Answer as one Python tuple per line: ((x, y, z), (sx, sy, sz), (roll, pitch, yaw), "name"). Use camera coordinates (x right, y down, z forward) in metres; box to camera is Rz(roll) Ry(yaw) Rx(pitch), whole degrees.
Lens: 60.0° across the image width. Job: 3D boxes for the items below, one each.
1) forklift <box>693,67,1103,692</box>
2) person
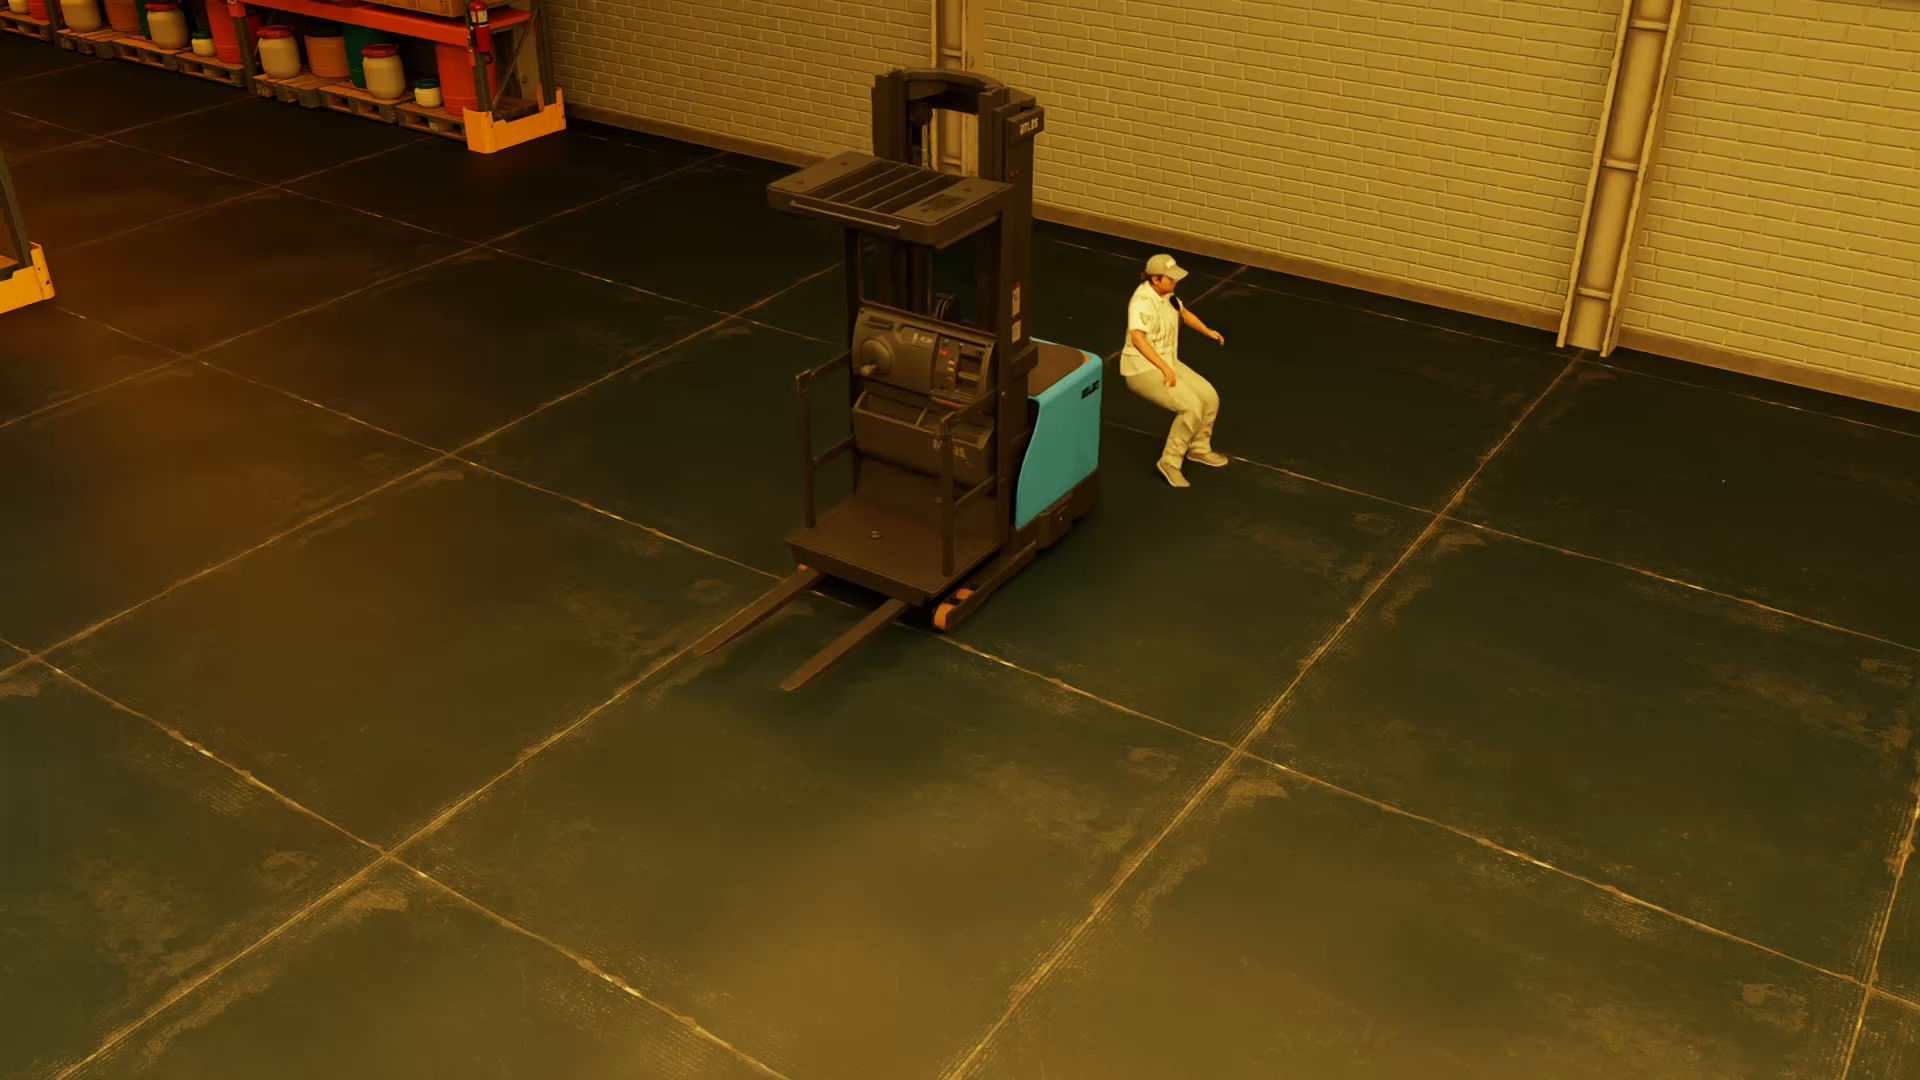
((-0.333, -1.010, 9.320), (1.130, 2.935, 3.031), (19, 35, 29), "forklift")
((1.467, -1.160, 11.106), (0.758, 1.489, 0.767), (11, 32, 18), "person")
